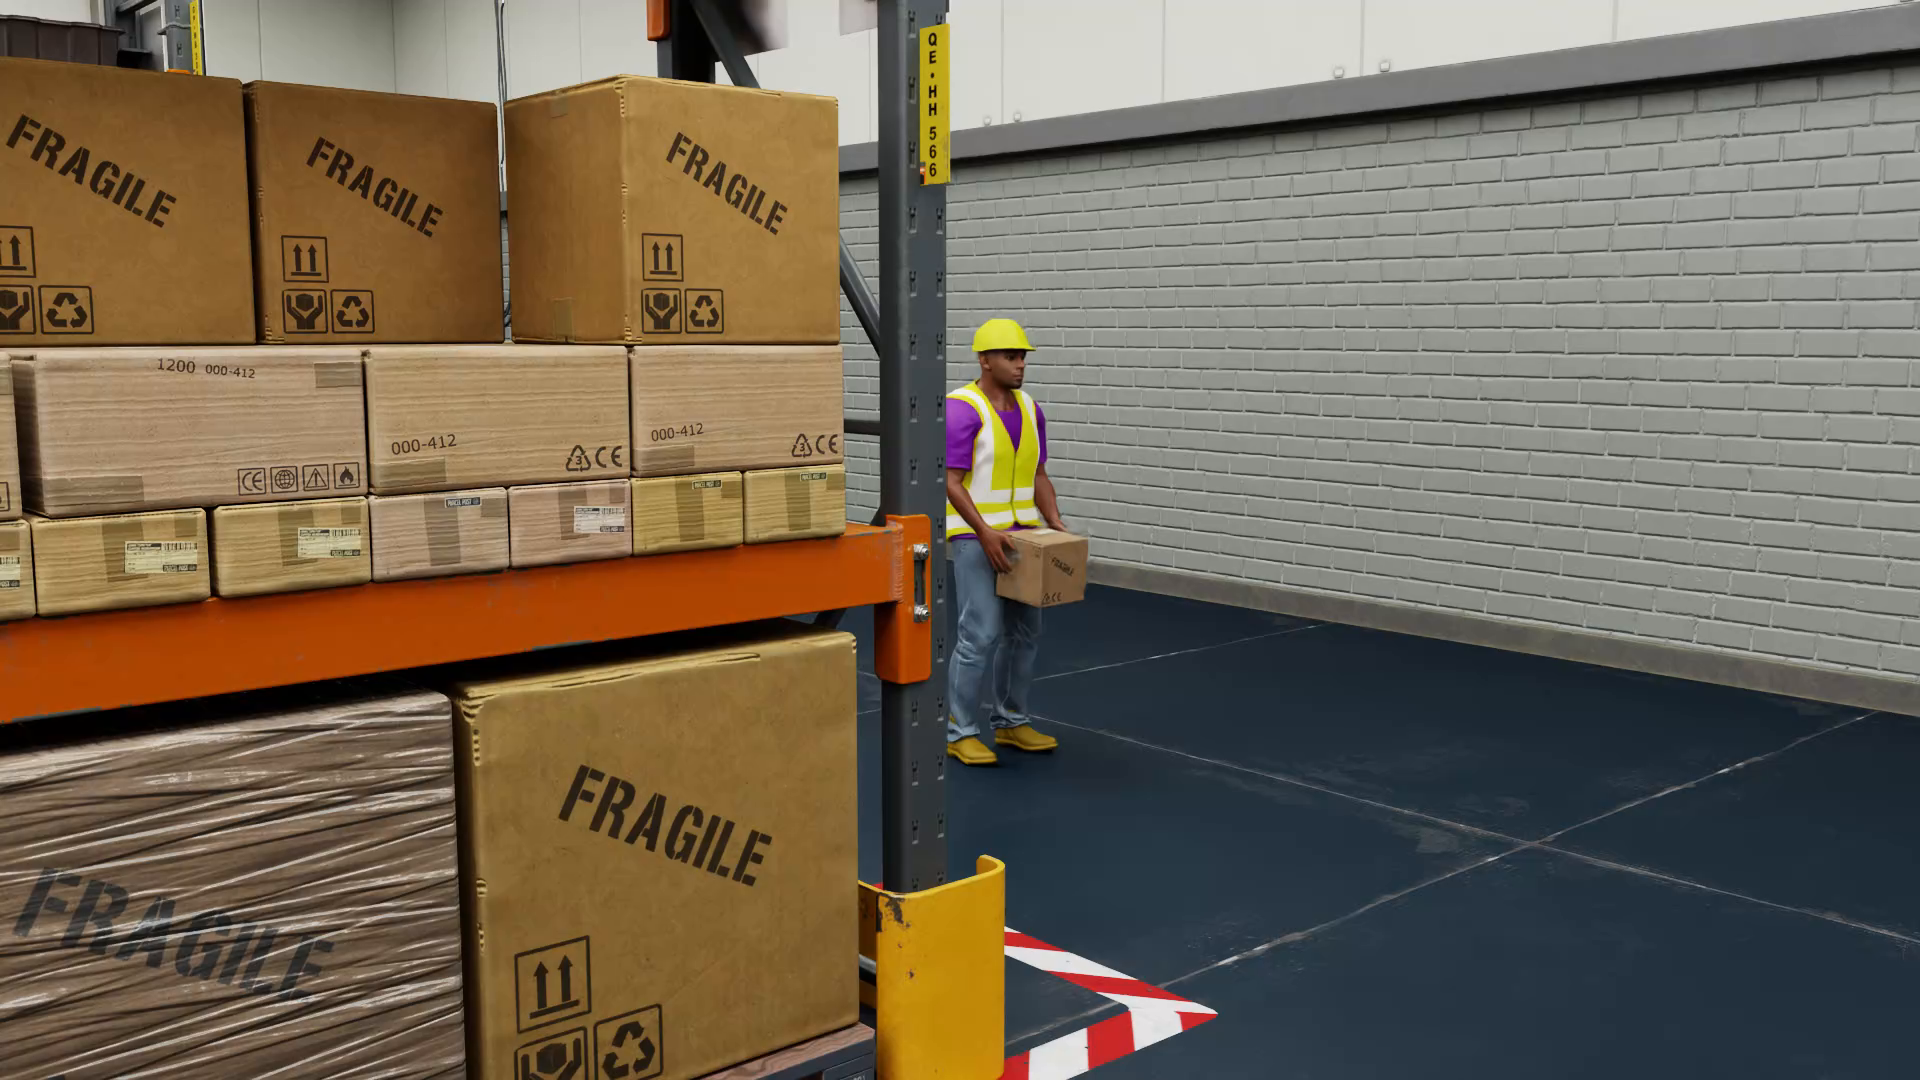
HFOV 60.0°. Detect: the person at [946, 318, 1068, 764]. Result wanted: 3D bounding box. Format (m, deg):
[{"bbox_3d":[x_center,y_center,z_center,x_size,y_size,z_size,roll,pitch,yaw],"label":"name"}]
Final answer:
[{"bbox_3d":[0.170,-0.004,6.714,0.572,1.767,0.470,-7,10,-42],"label":"person"}]
